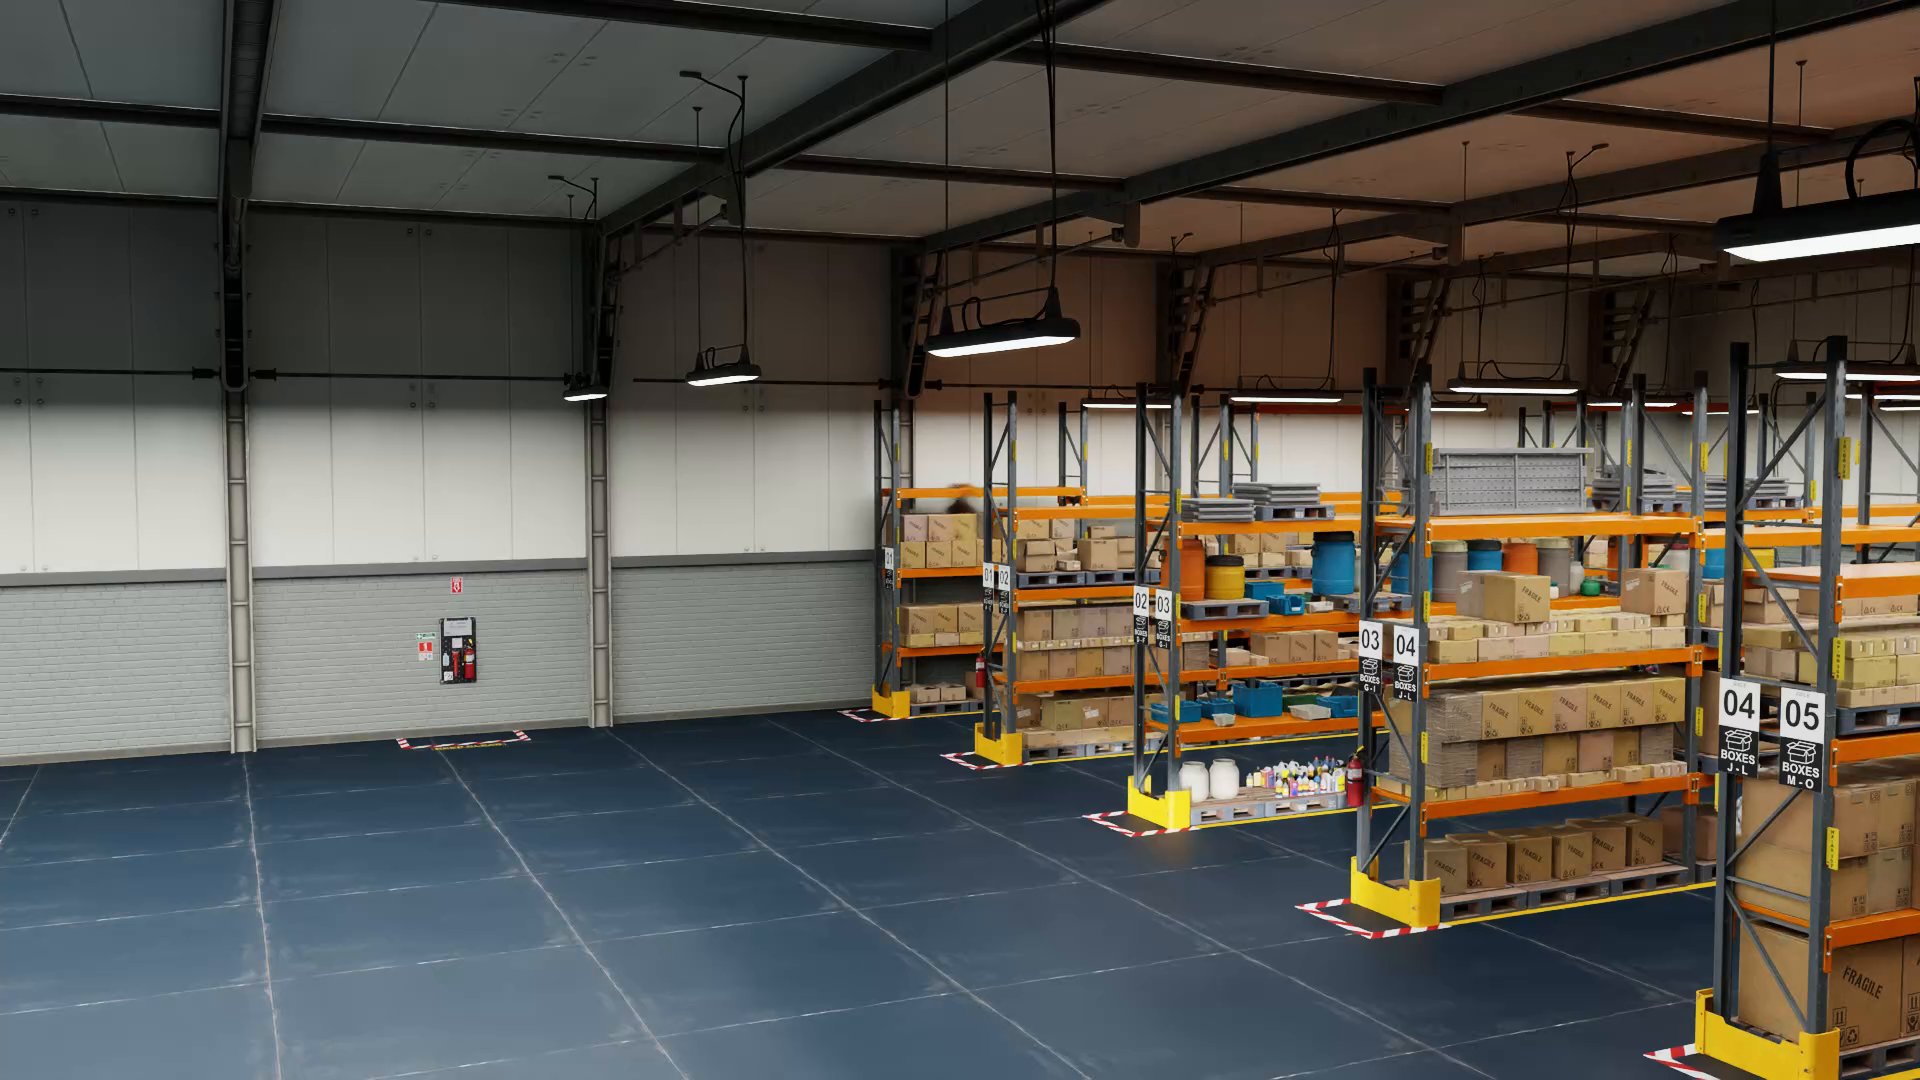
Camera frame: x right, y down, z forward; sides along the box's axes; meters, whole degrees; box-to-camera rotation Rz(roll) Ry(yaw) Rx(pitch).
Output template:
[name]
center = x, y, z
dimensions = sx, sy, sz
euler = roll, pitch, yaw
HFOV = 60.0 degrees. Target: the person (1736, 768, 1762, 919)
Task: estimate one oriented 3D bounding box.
[person]
center = 8.548, 3.301, 18.107
dimensions = 0.549, 1.686, 0.482
euler = -1, 3, -13
